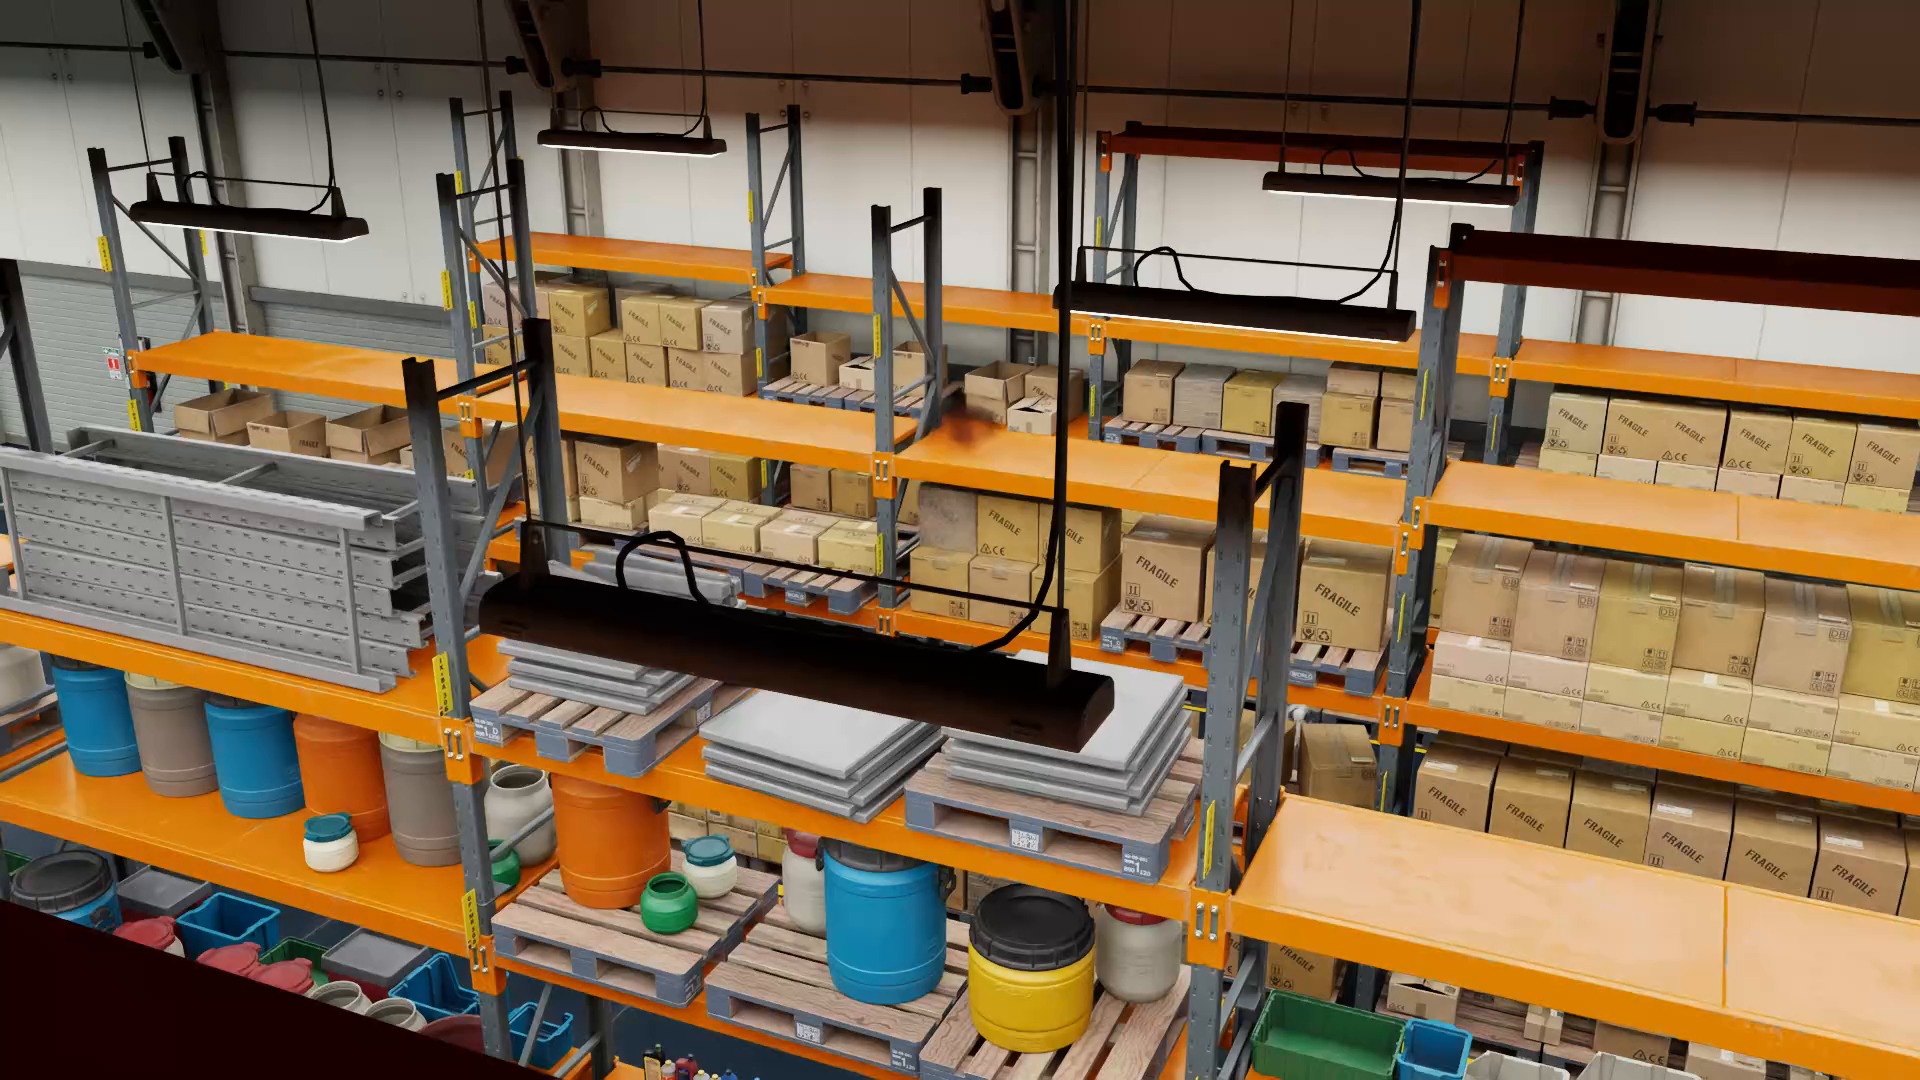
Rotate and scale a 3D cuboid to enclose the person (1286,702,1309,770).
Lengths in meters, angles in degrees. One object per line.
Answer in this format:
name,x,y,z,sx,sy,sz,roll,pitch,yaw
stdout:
person,3.043,1.968,15.221,0.703,1.539,0.455,7,22,18
